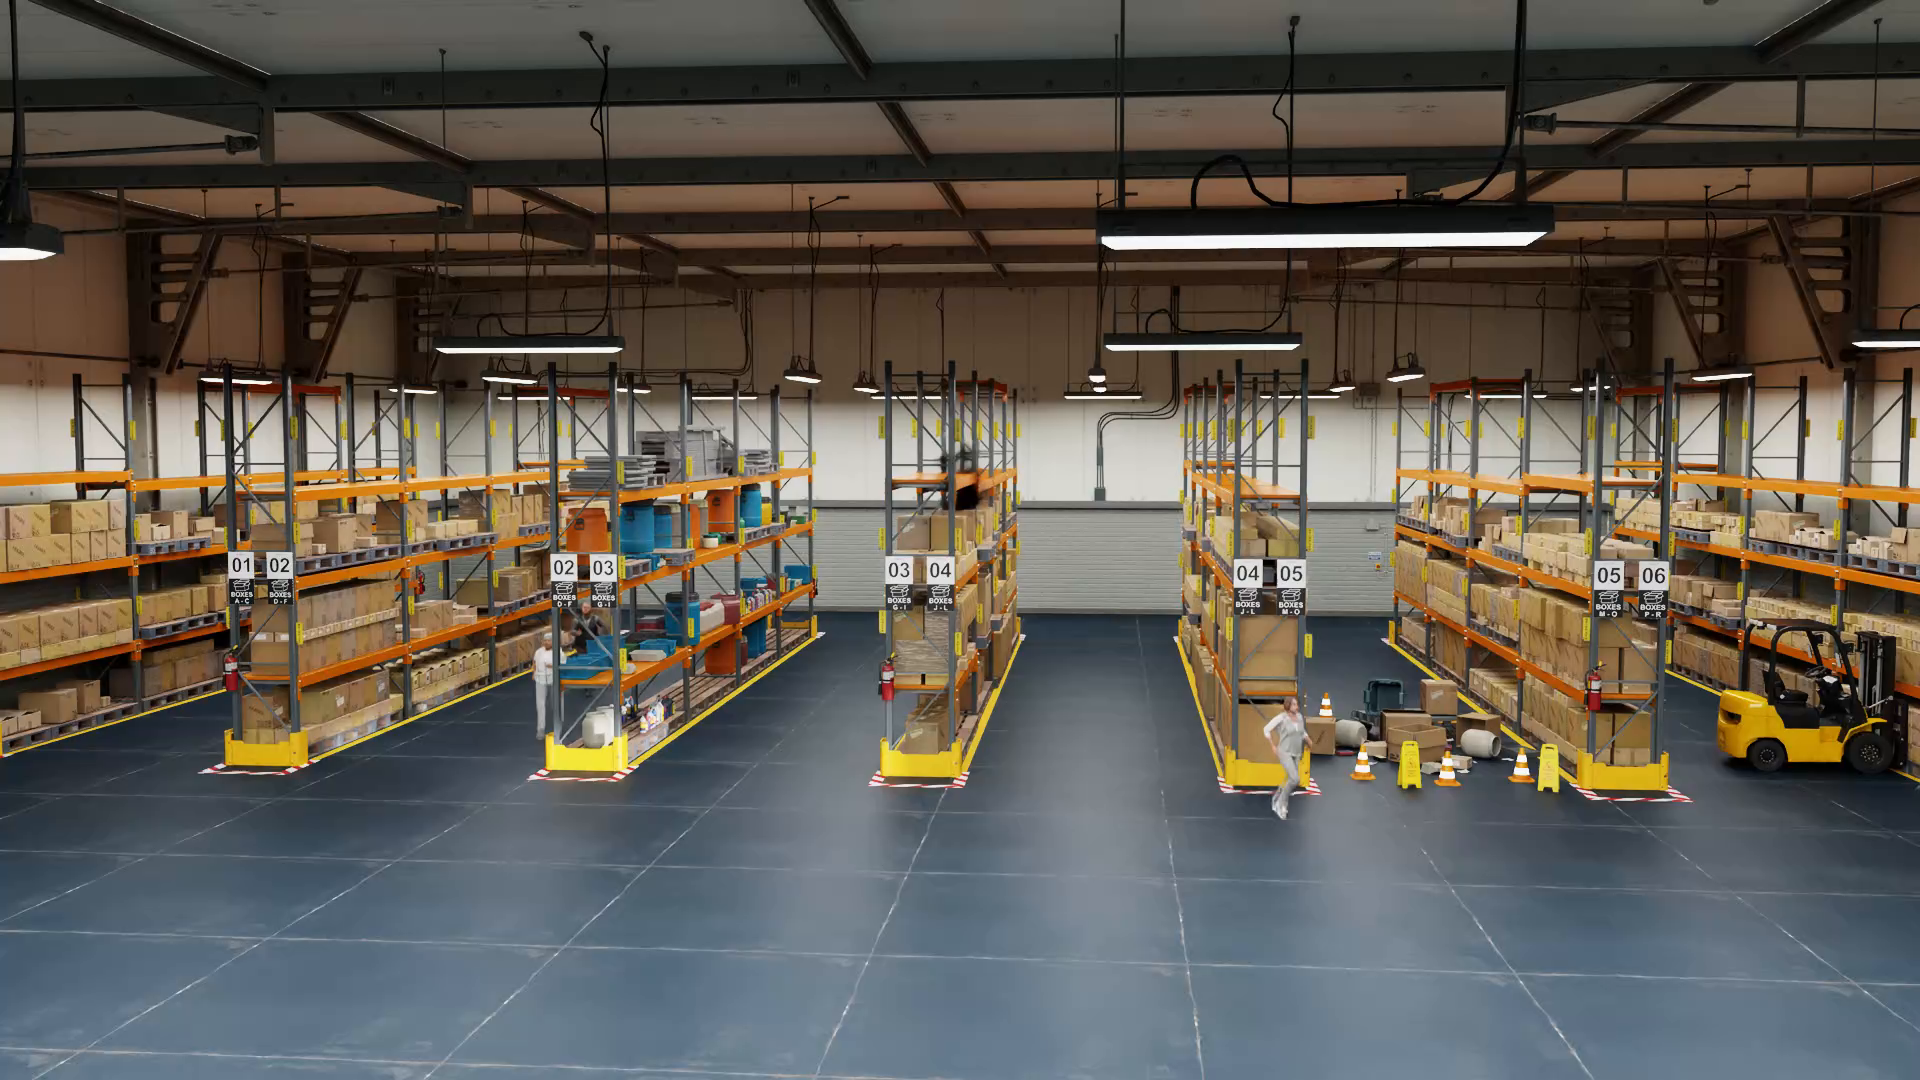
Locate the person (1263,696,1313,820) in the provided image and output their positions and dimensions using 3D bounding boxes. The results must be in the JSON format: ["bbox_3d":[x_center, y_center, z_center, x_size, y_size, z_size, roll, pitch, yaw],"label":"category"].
[{"bbox_3d":[4.258,2.798,21.445,0.534,1.592,0.658,-2,5,-33],"label":"person"}]

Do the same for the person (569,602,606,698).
[{"bbox_3d":[-7.064,2.055,31.478,0.654,1.755,0.801,0,4,-4],"label":"person"}]

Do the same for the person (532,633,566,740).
[{"bbox_3d":[-6.738,2.364,27.261,0.594,1.689,0.877,0,4,-4],"label":"person"}]
